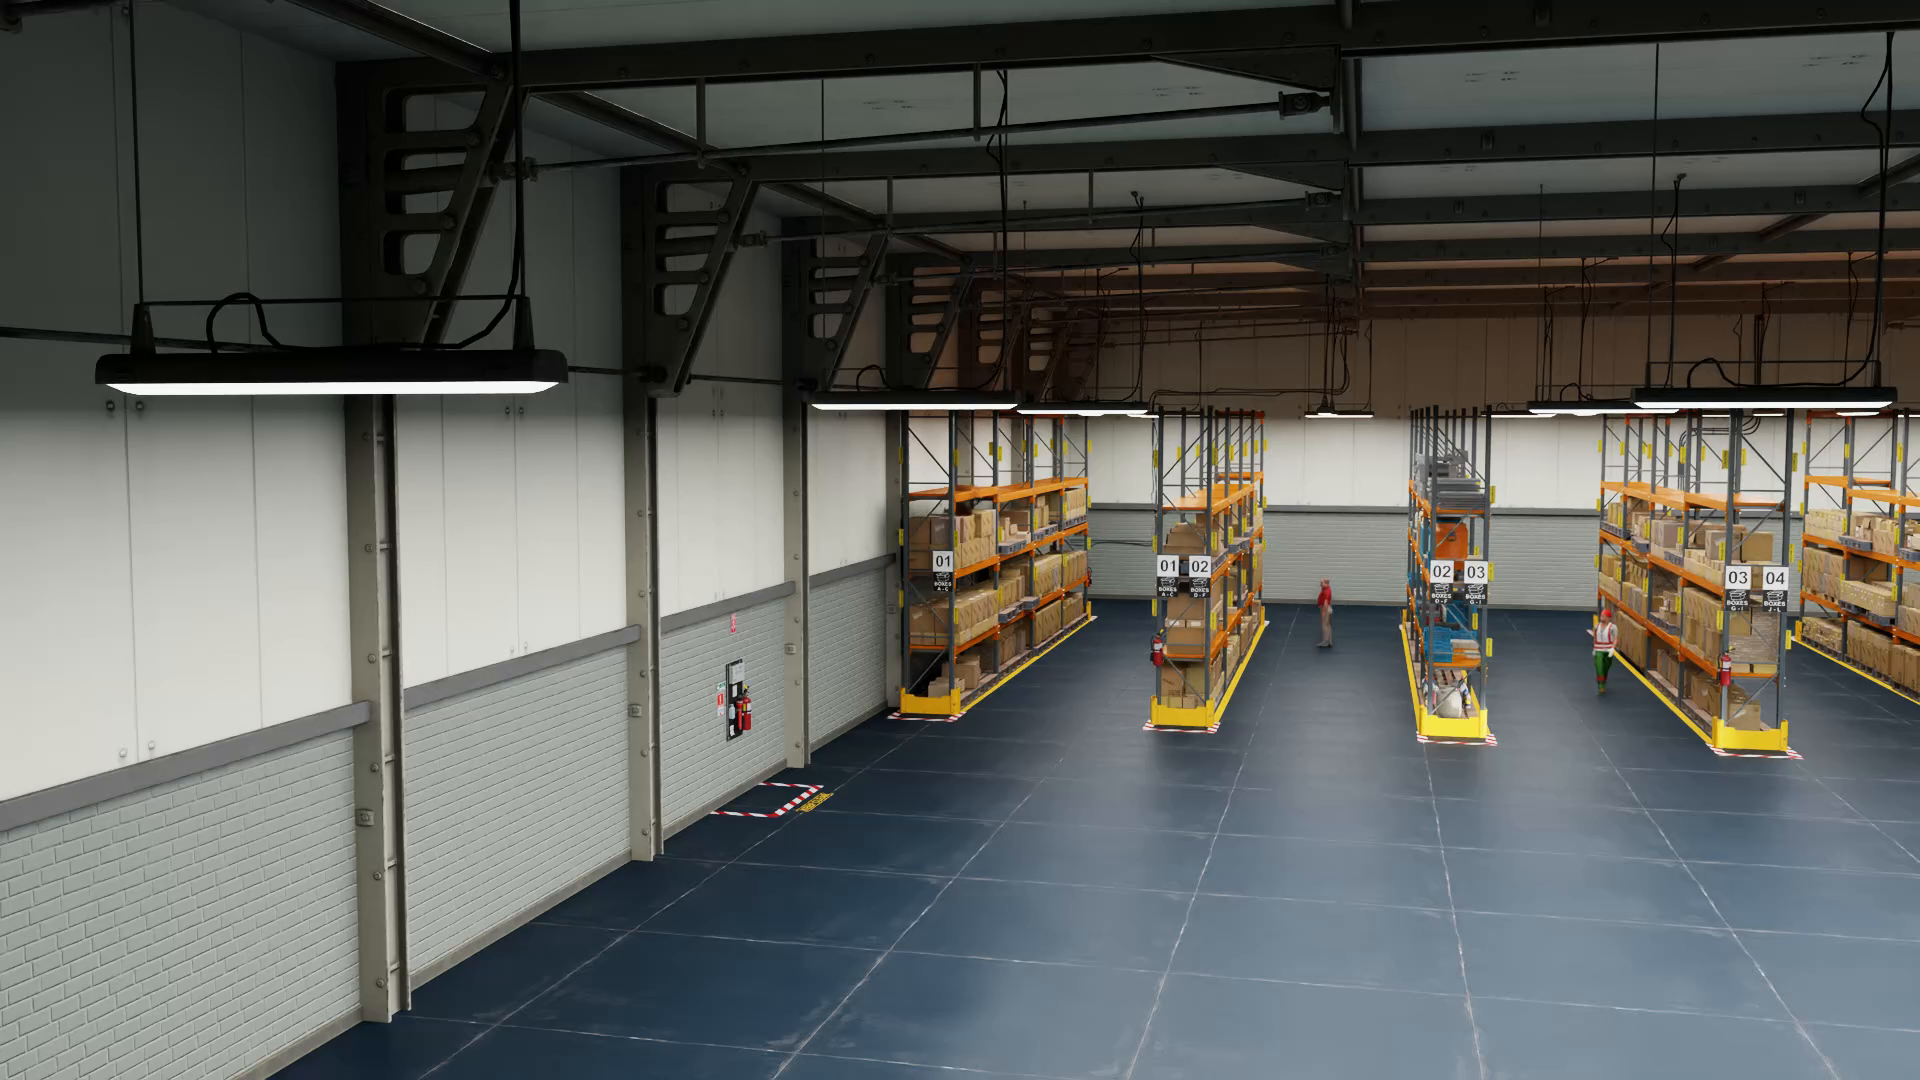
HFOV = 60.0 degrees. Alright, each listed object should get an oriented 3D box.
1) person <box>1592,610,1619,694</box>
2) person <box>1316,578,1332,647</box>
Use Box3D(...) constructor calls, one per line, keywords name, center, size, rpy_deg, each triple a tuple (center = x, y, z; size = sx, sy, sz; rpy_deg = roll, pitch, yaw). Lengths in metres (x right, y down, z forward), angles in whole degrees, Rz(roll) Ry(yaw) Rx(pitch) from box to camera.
Box3D(name="person", center=(13.531, 2.328, 34.839), size=(0.482, 1.730, 1.060), rpy_deg=(1, 4, 10))
Box3D(name="person", center=(9.234, 1.833, 42.152), size=(0.391, 1.742, 0.624), rpy_deg=(1, 4, 17))
